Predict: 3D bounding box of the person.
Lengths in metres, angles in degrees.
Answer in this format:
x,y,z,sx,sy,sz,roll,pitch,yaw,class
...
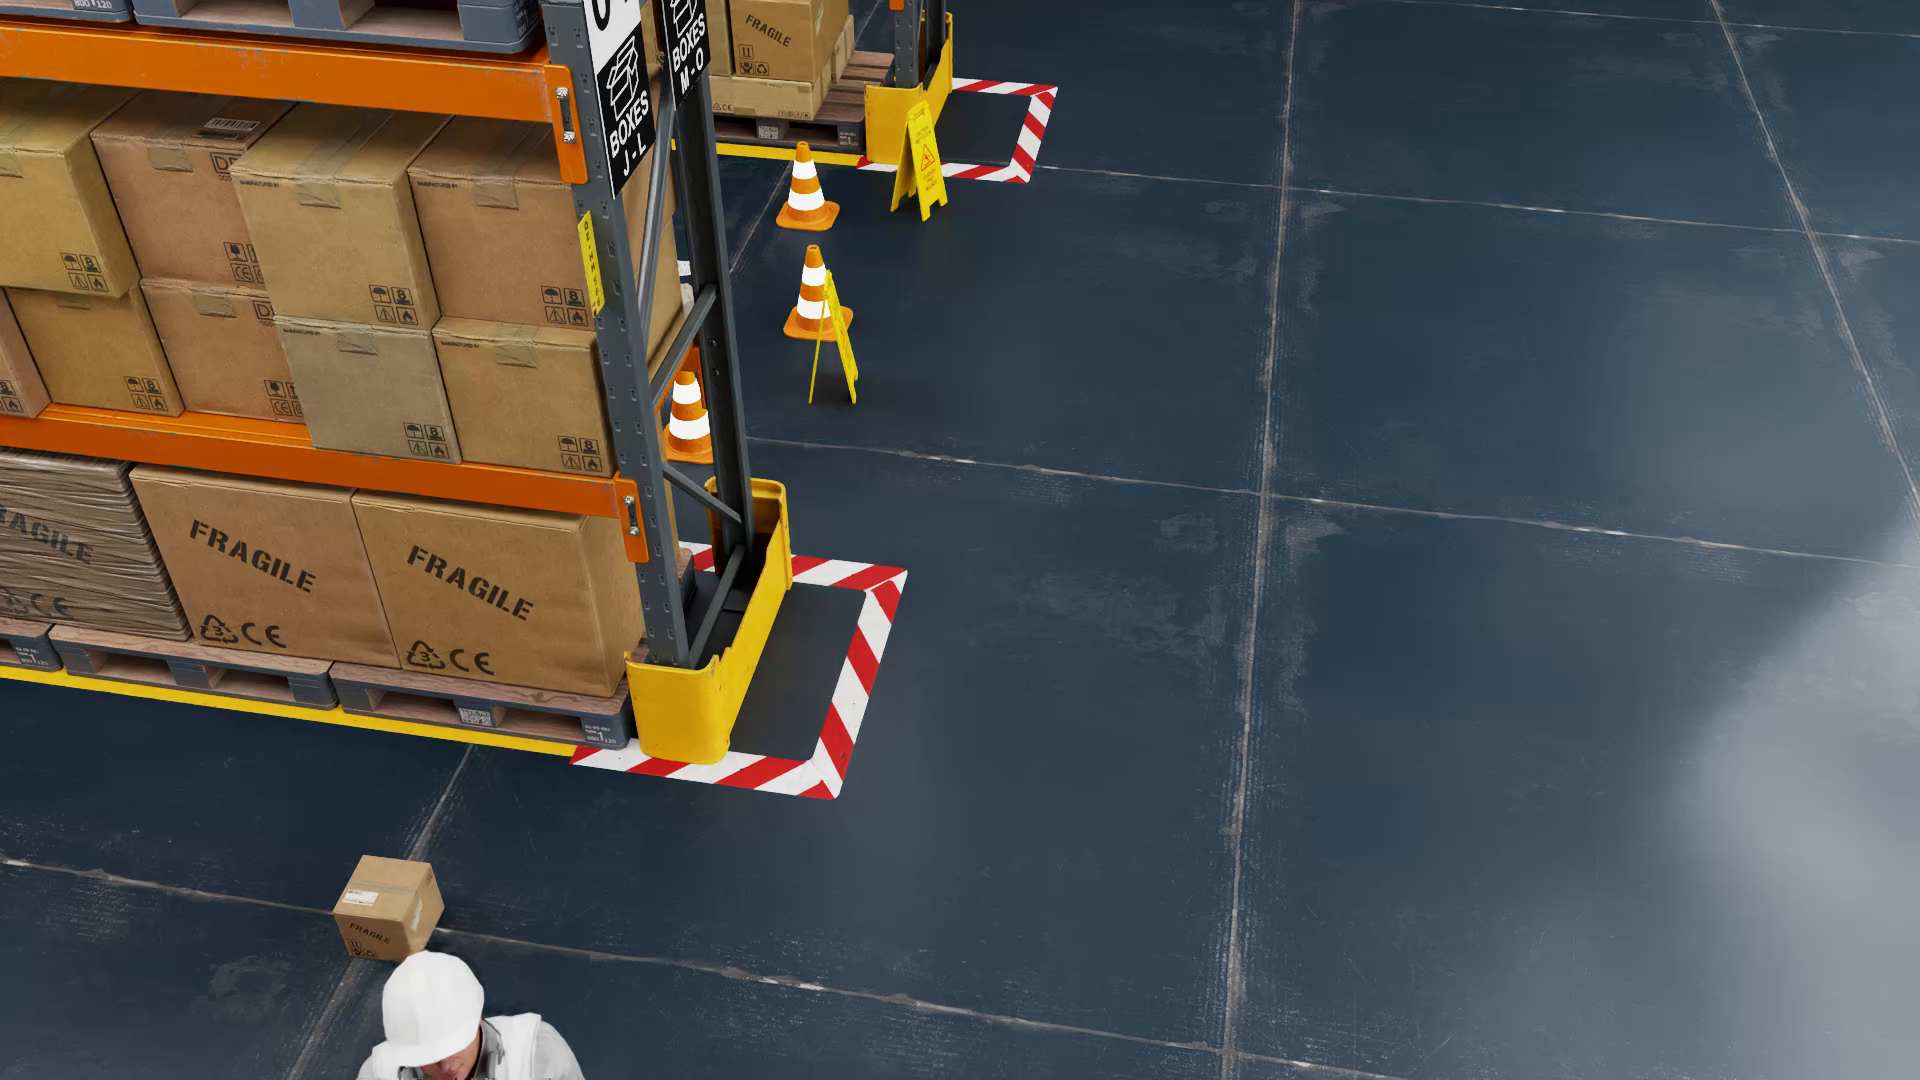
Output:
x,y,z,sx,sy,sz,roll,pitch,yaw,class
-1.157,1.667,4.184,0.532,1.831,0.538,-6,41,-7,person
